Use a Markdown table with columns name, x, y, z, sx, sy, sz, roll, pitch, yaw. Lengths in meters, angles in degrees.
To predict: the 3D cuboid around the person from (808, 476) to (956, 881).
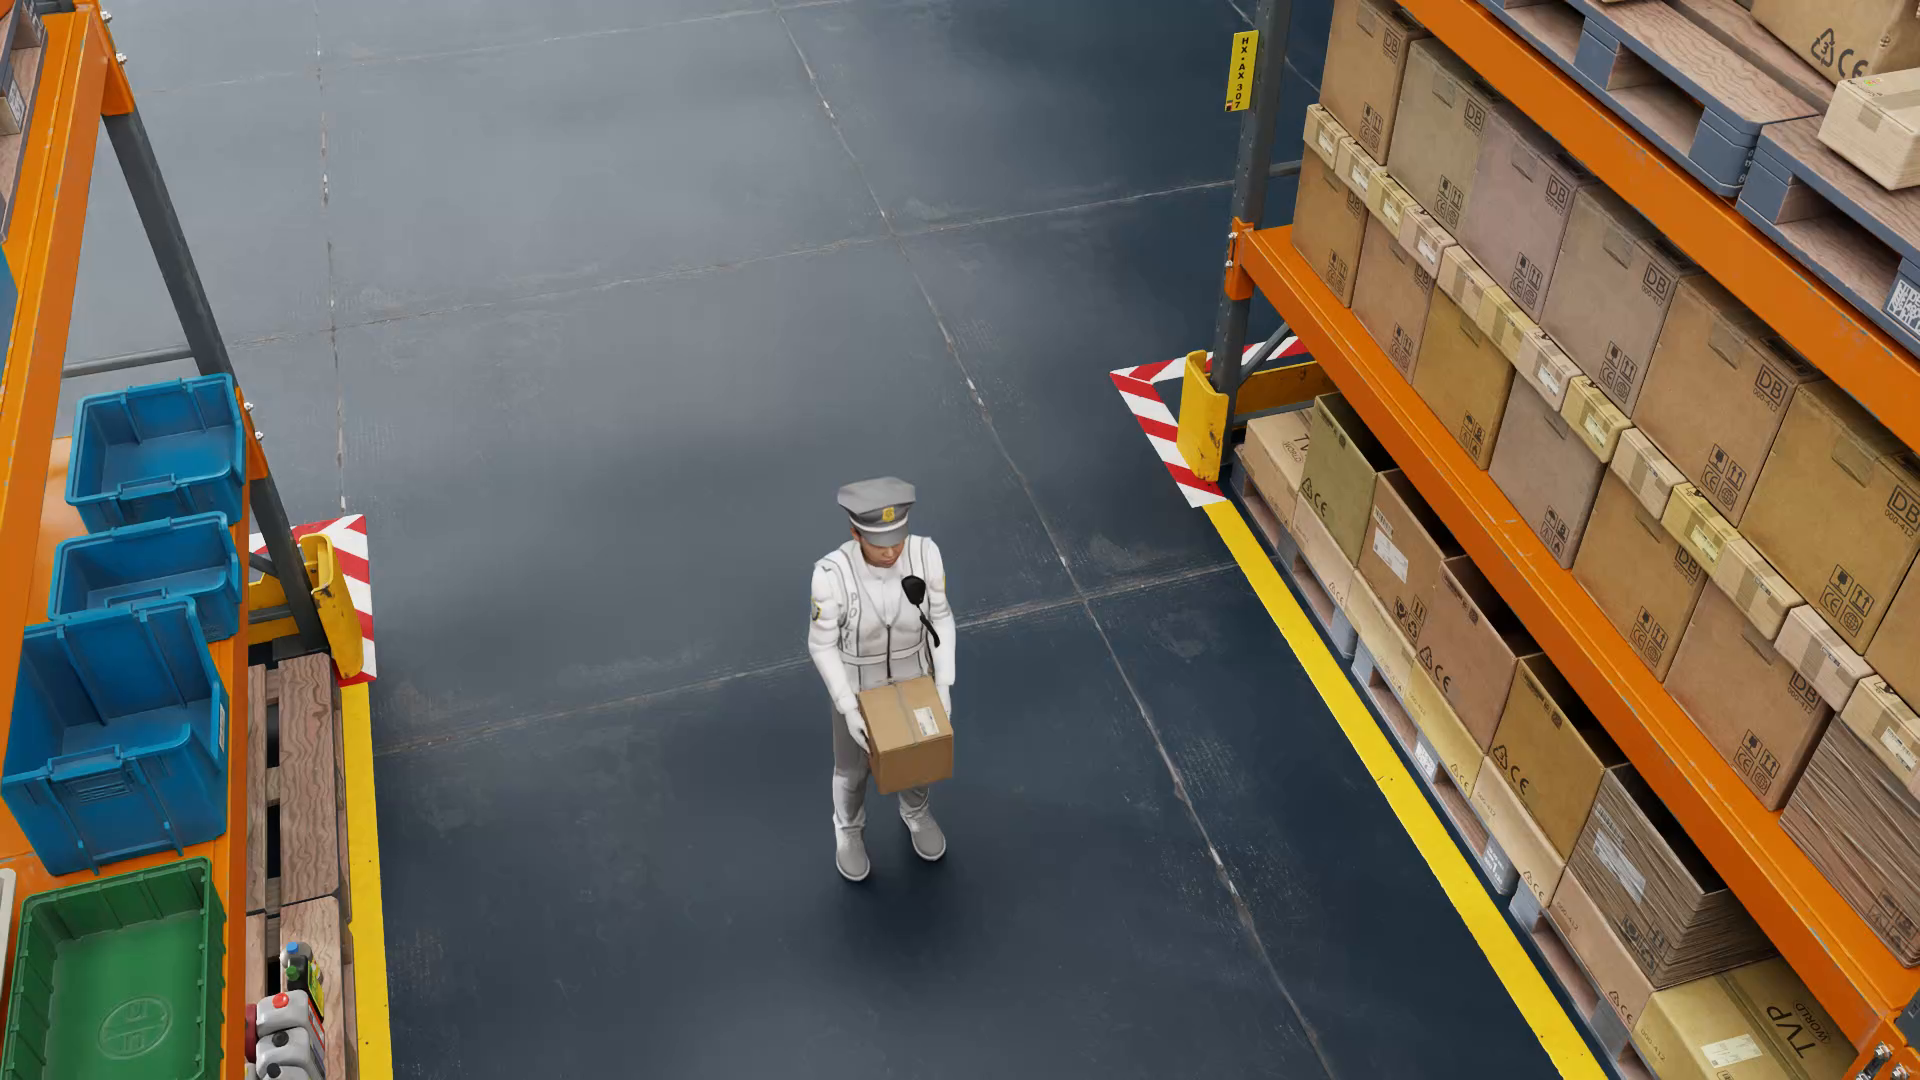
| name | x | y | z | sx | sy | sz | roll | pitch | yaw |
| --- | --- | --- | --- | --- | --- | --- | --- | --- | --- |
| person | -0.242 | 0.498 | 5.597 | 0.497 | 1.687 | 0.439 | -13 | 44 | -13 |
